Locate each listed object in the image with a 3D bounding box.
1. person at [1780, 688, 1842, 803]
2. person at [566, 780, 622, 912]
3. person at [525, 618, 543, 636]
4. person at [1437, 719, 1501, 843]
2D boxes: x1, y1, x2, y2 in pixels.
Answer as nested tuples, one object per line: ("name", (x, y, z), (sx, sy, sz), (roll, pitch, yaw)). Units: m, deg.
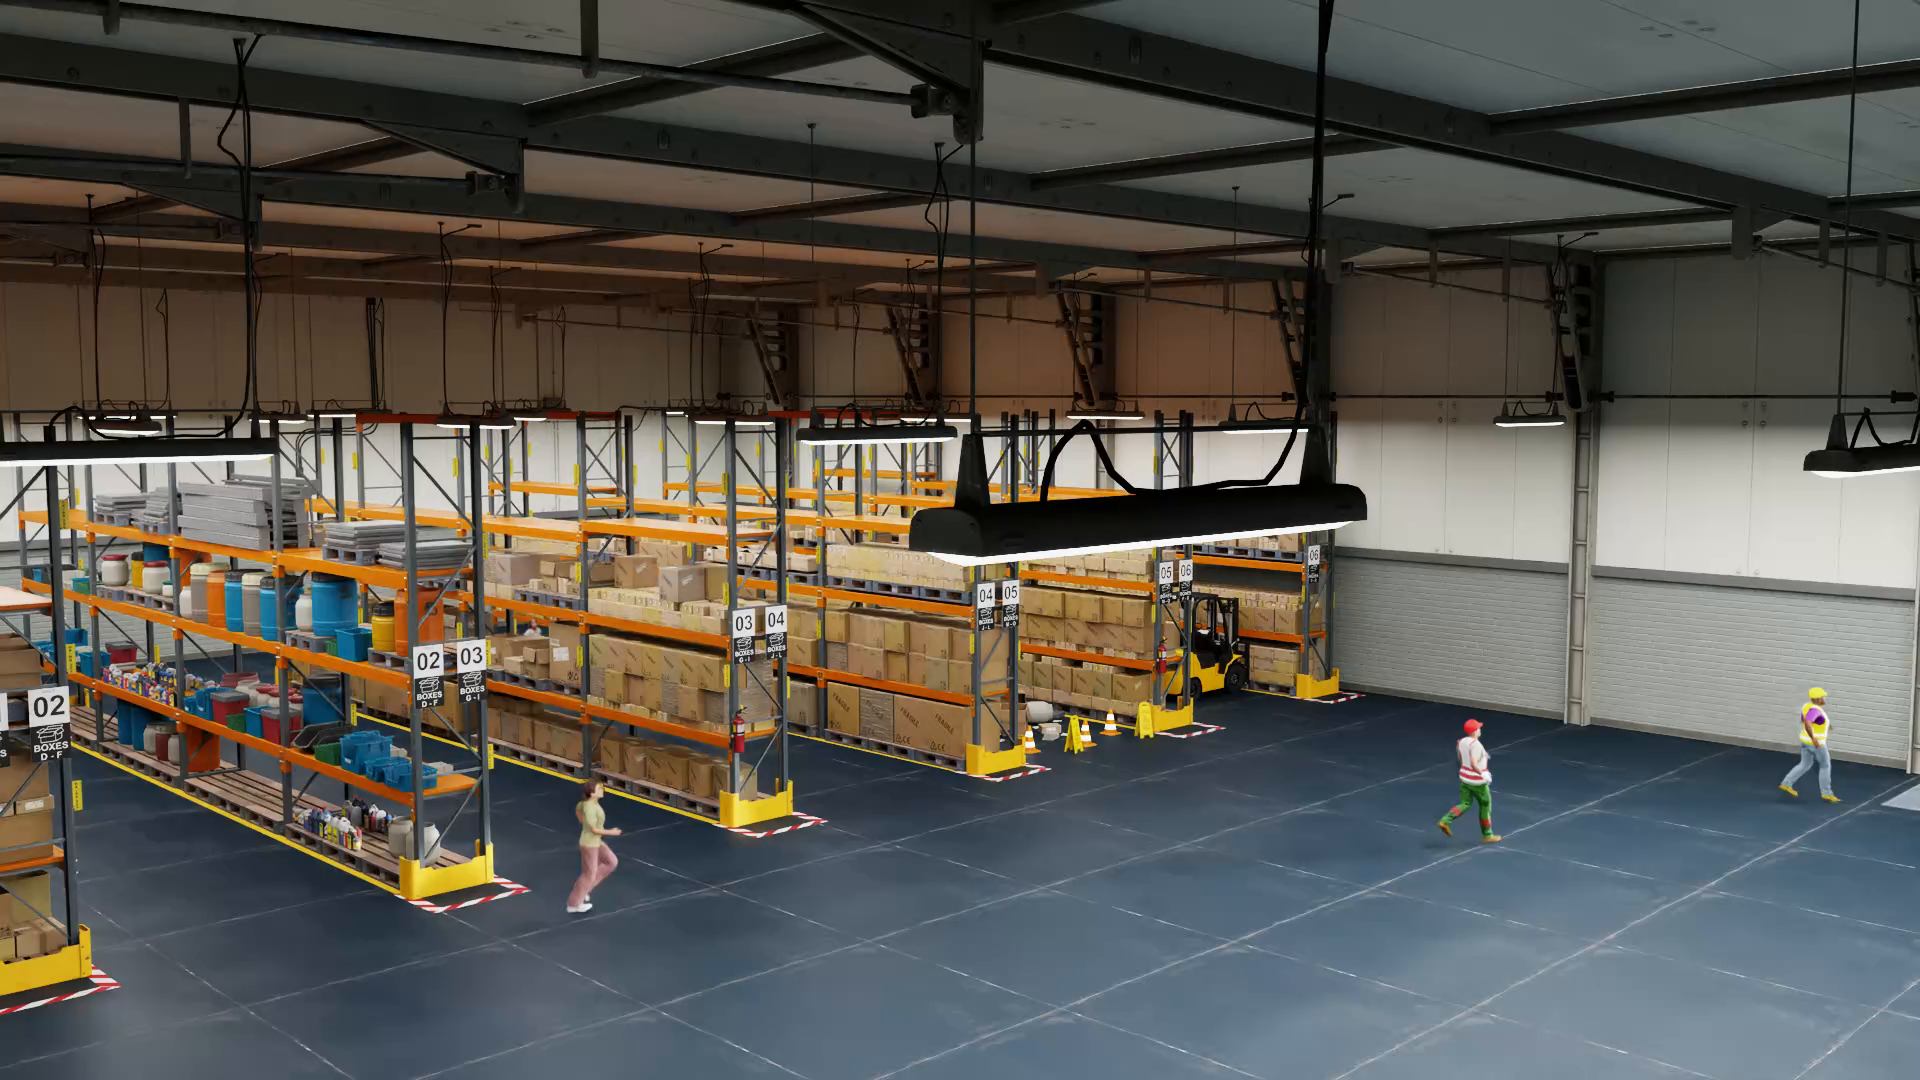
("person", (13.309, 3.188, 25.979), (0.895, 1.789, 0.691), (0, 5, 1))
("person", (-4.499, 3.735, 20.428), (0.683, 1.615, 0.596), (-1, 5, -9))
("person", (-9.084, 2.469, 35.601), (0.543, 1.573, 0.672), (-4, 6, -40))
("person", (7.230, 3.398, 23.447), (0.942, 1.768, 0.667), (-2, 5, -19))
